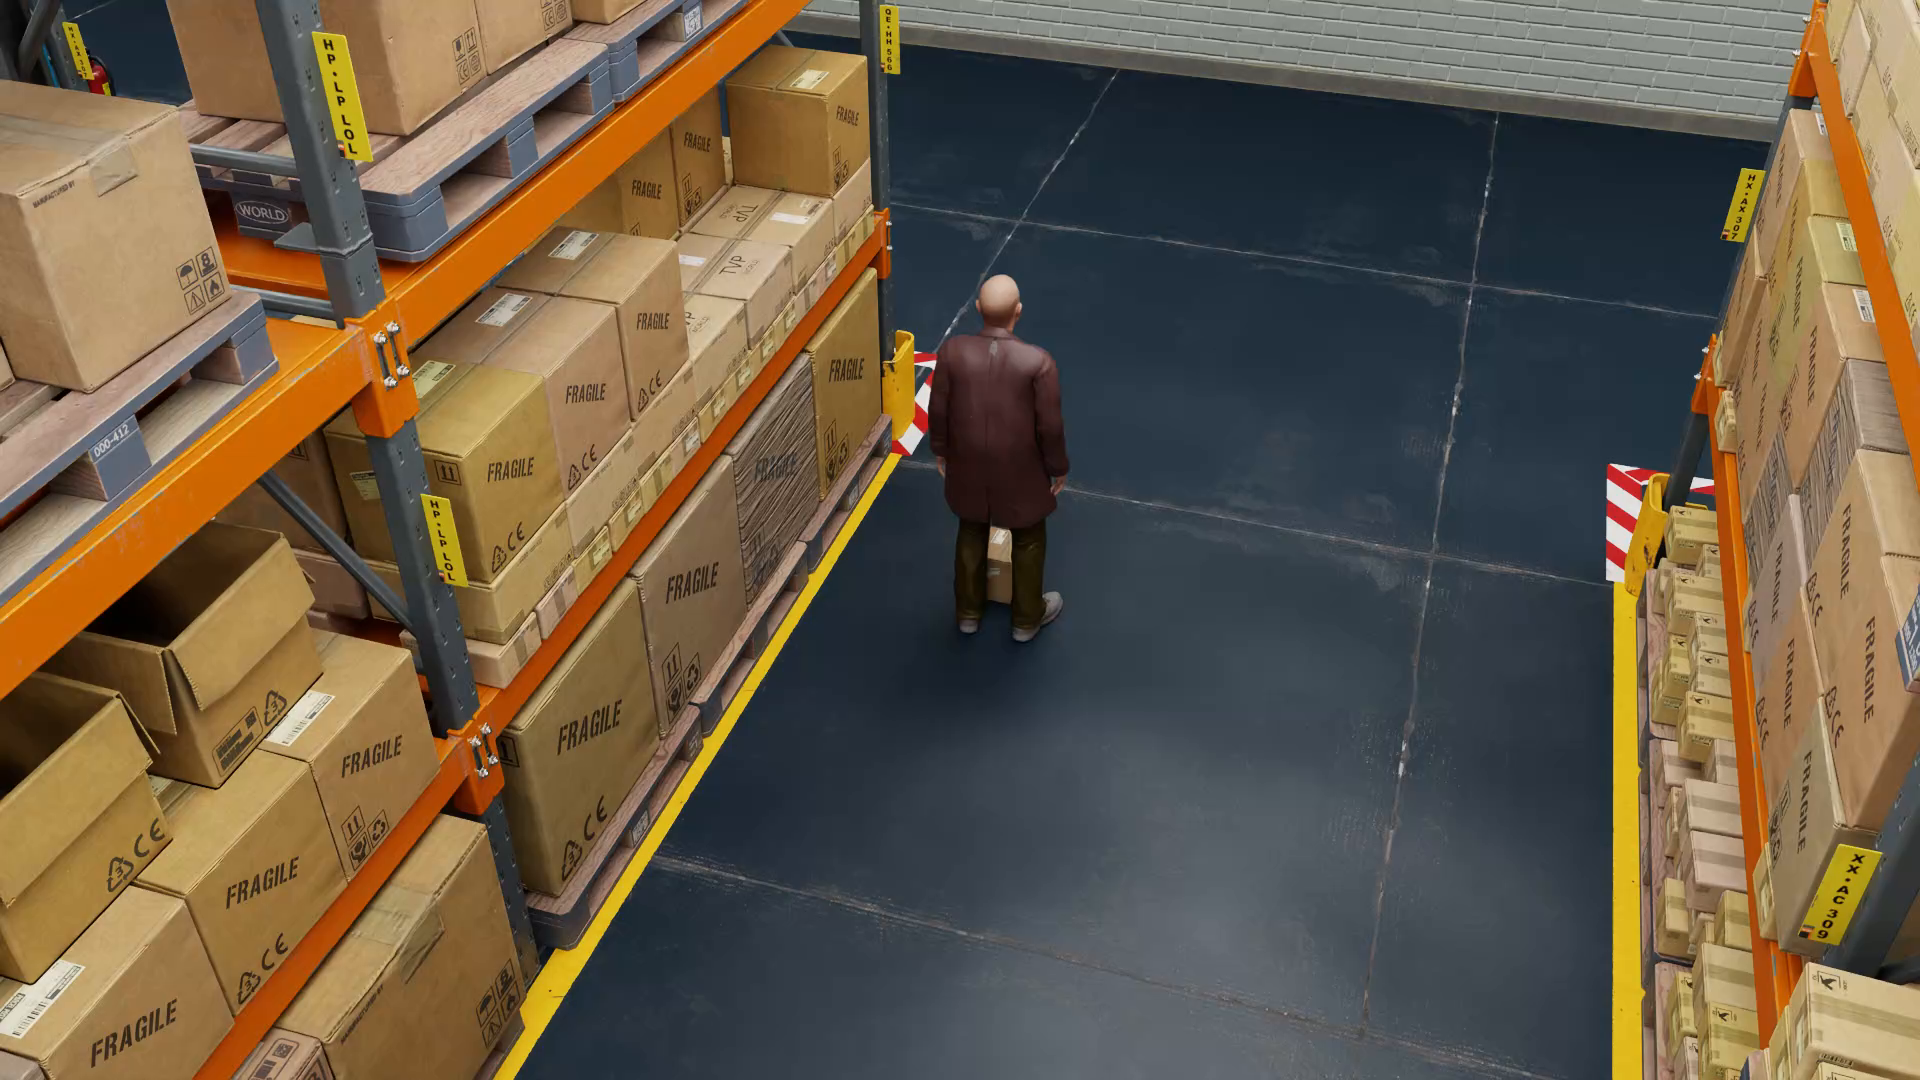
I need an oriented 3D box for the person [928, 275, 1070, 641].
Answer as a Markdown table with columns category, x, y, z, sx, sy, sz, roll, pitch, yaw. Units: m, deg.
| category | x | y | z | sx | sy | sz | roll | pitch | yaw |
| --- | --- | --- | --- | --- | --- | --- | --- | --- | --- |
| person | 0.171 | -0.344 | 7.370 | 0.644 | 1.774 | 0.428 | 11 | 38 | 14 |
